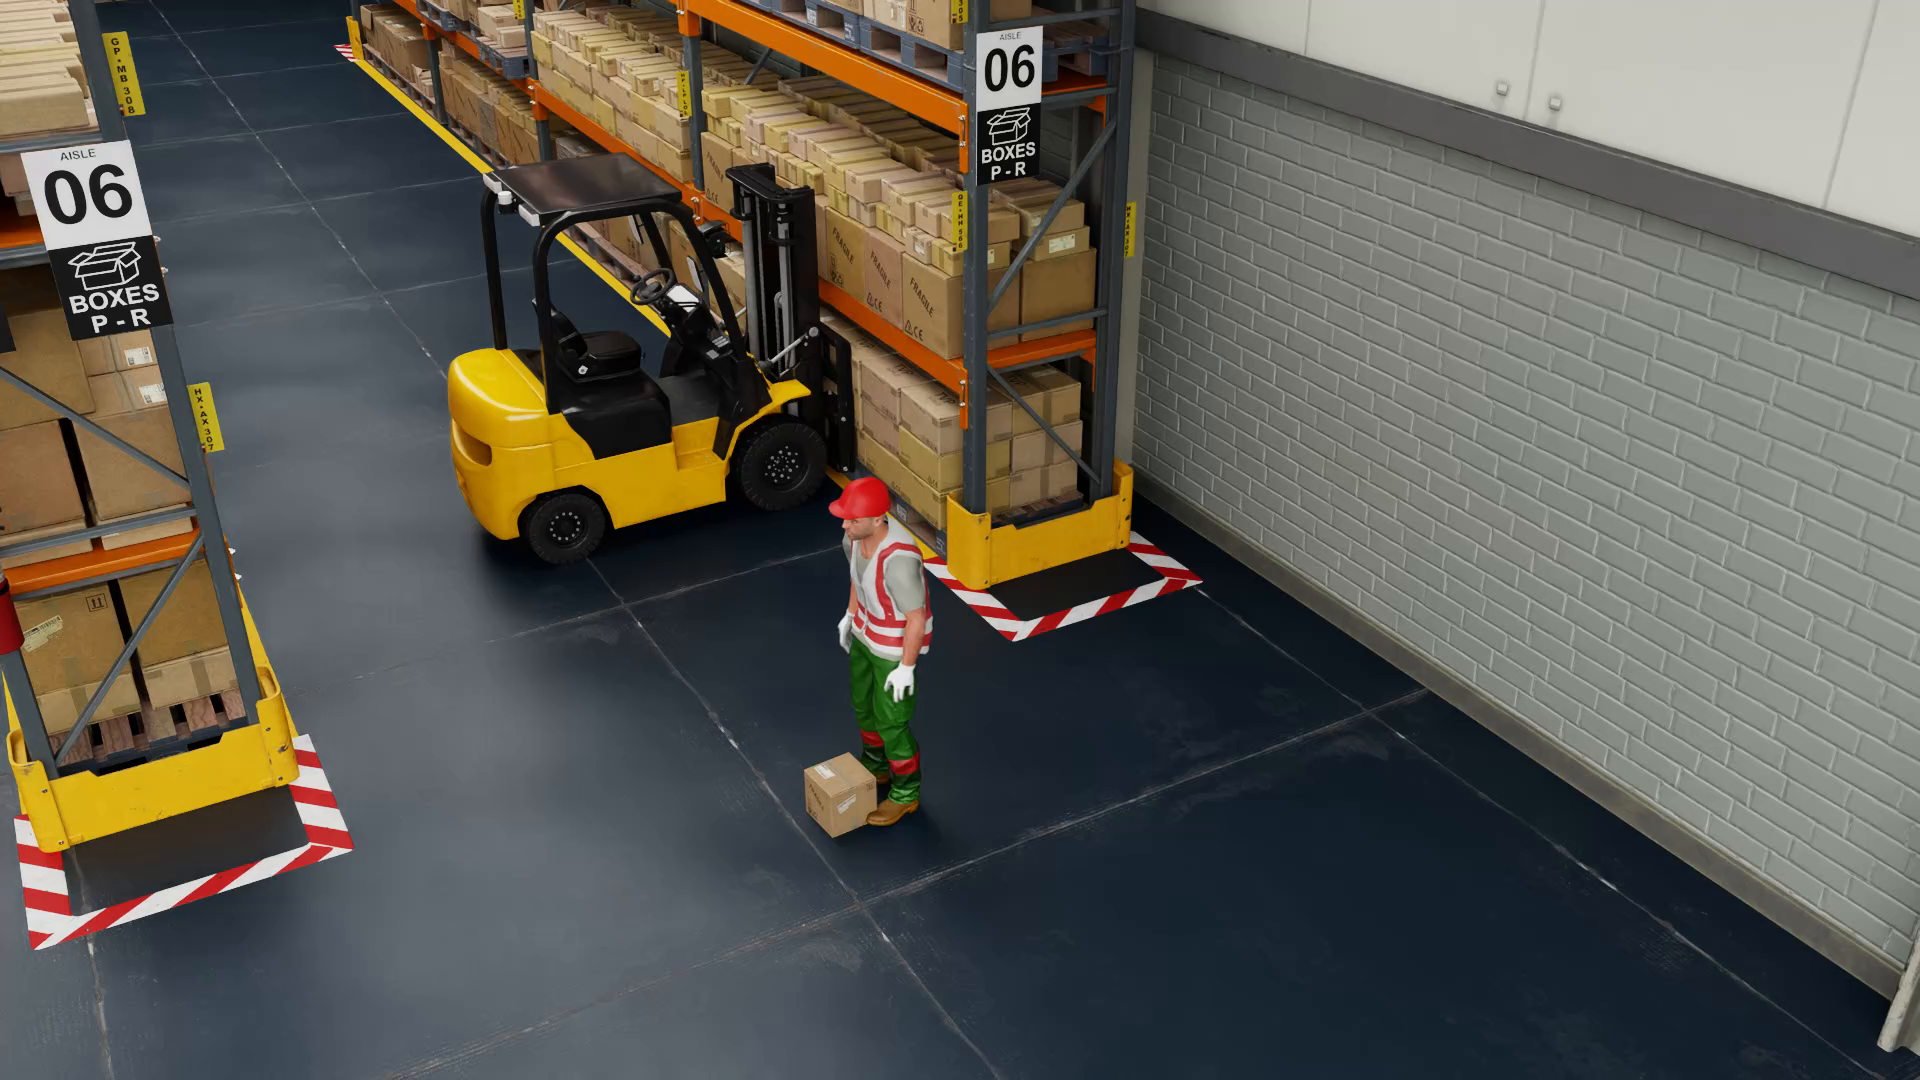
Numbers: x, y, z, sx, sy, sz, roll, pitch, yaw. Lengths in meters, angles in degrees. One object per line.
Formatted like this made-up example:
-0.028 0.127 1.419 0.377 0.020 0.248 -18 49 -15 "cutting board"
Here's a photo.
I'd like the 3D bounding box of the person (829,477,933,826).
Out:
-0.373 0.491 7.656 0.454 1.779 0.610 -16 33 -27 "person"
